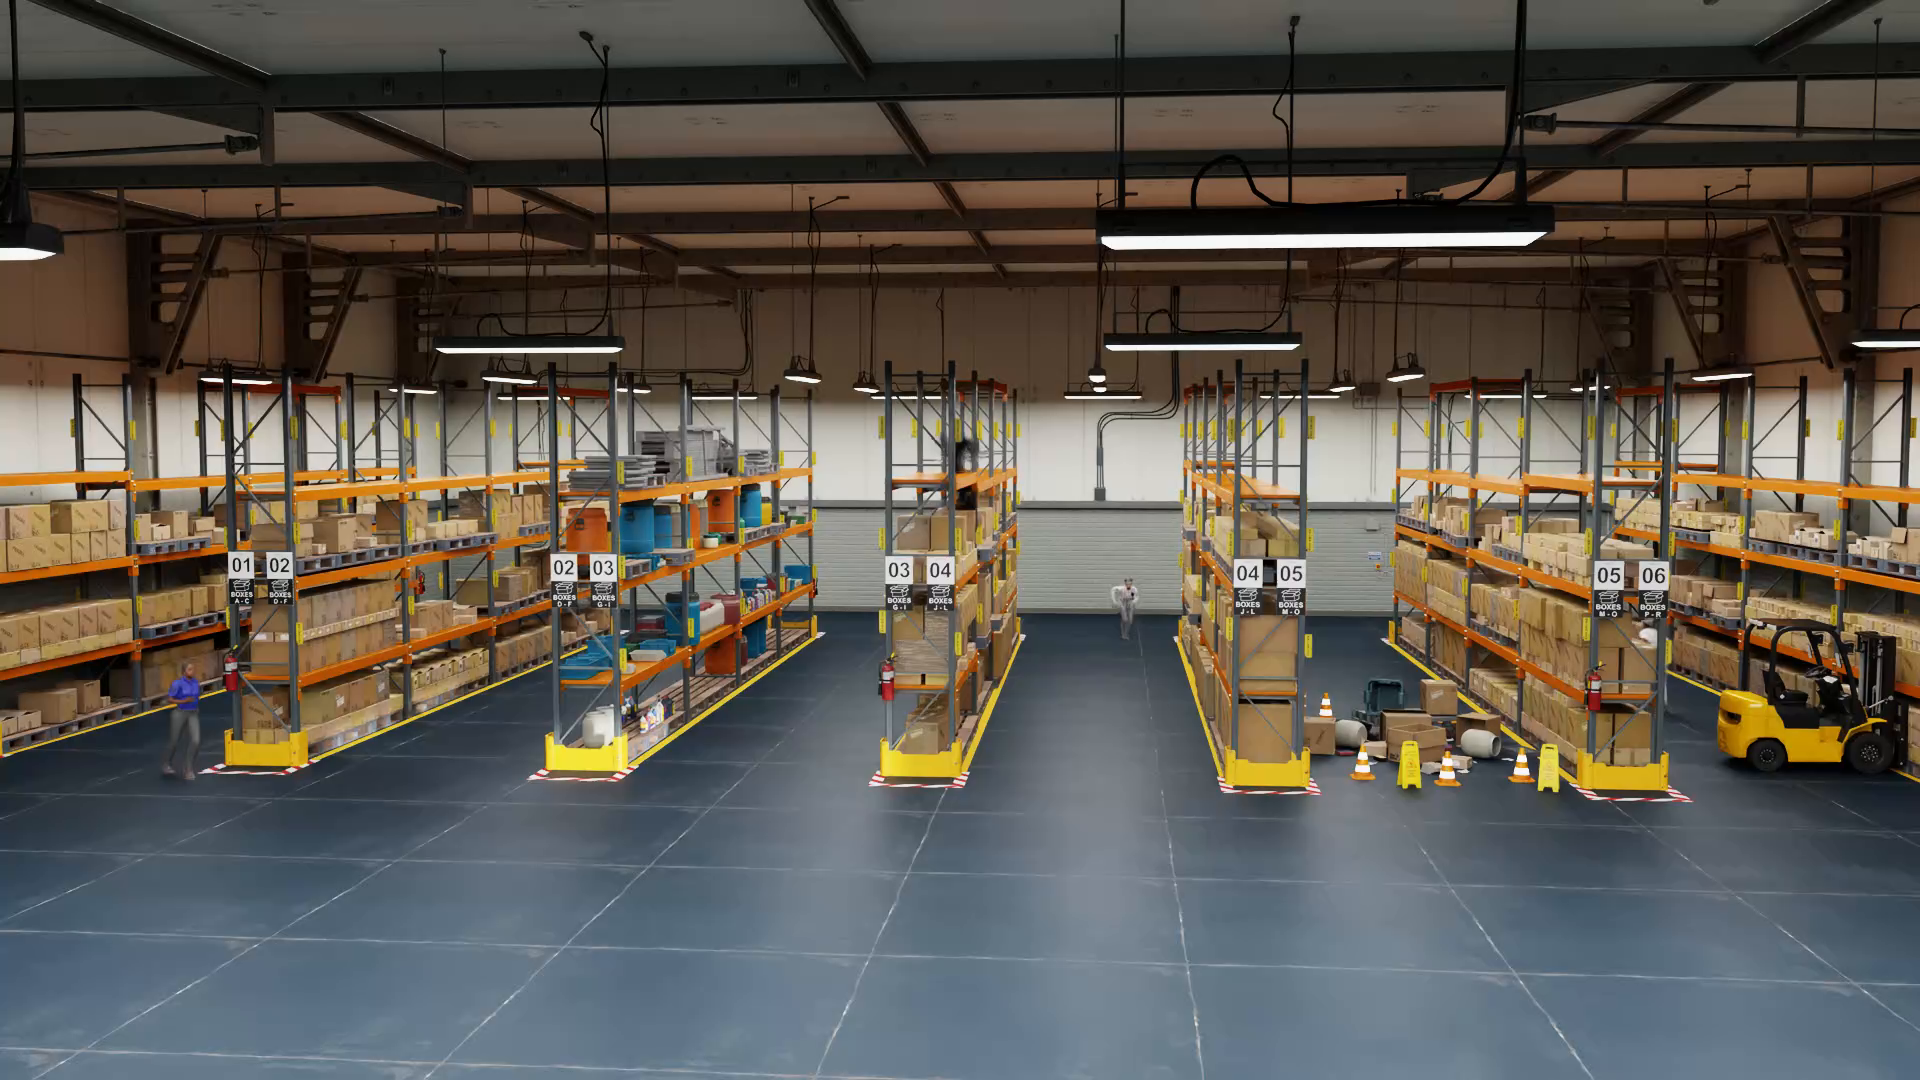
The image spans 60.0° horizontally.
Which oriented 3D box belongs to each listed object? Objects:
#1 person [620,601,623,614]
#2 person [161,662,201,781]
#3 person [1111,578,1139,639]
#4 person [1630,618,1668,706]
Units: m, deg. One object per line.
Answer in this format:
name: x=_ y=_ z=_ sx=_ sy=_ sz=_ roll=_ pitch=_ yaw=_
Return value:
person: x=-8.877 y=1.402 z=41.924 sx=0.700 sy=1.743 sz=0.672 roll=0 pitch=4 yaw=5
person: x=-11.193 y=2.613 z=24.015 sx=0.739 sy=1.715 sz=0.560 roll=3 pitch=5 yaw=39
person: x=3.937 y=1.639 z=39.692 sx=0.641 sy=1.502 sz=0.846 roll=0 pitch=4 yaw=-5
person: x=12.439 y=2.218 z=29.936 sx=0.607 sy=1.655 sz=0.956 roll=0 pitch=4 yaw=-6
